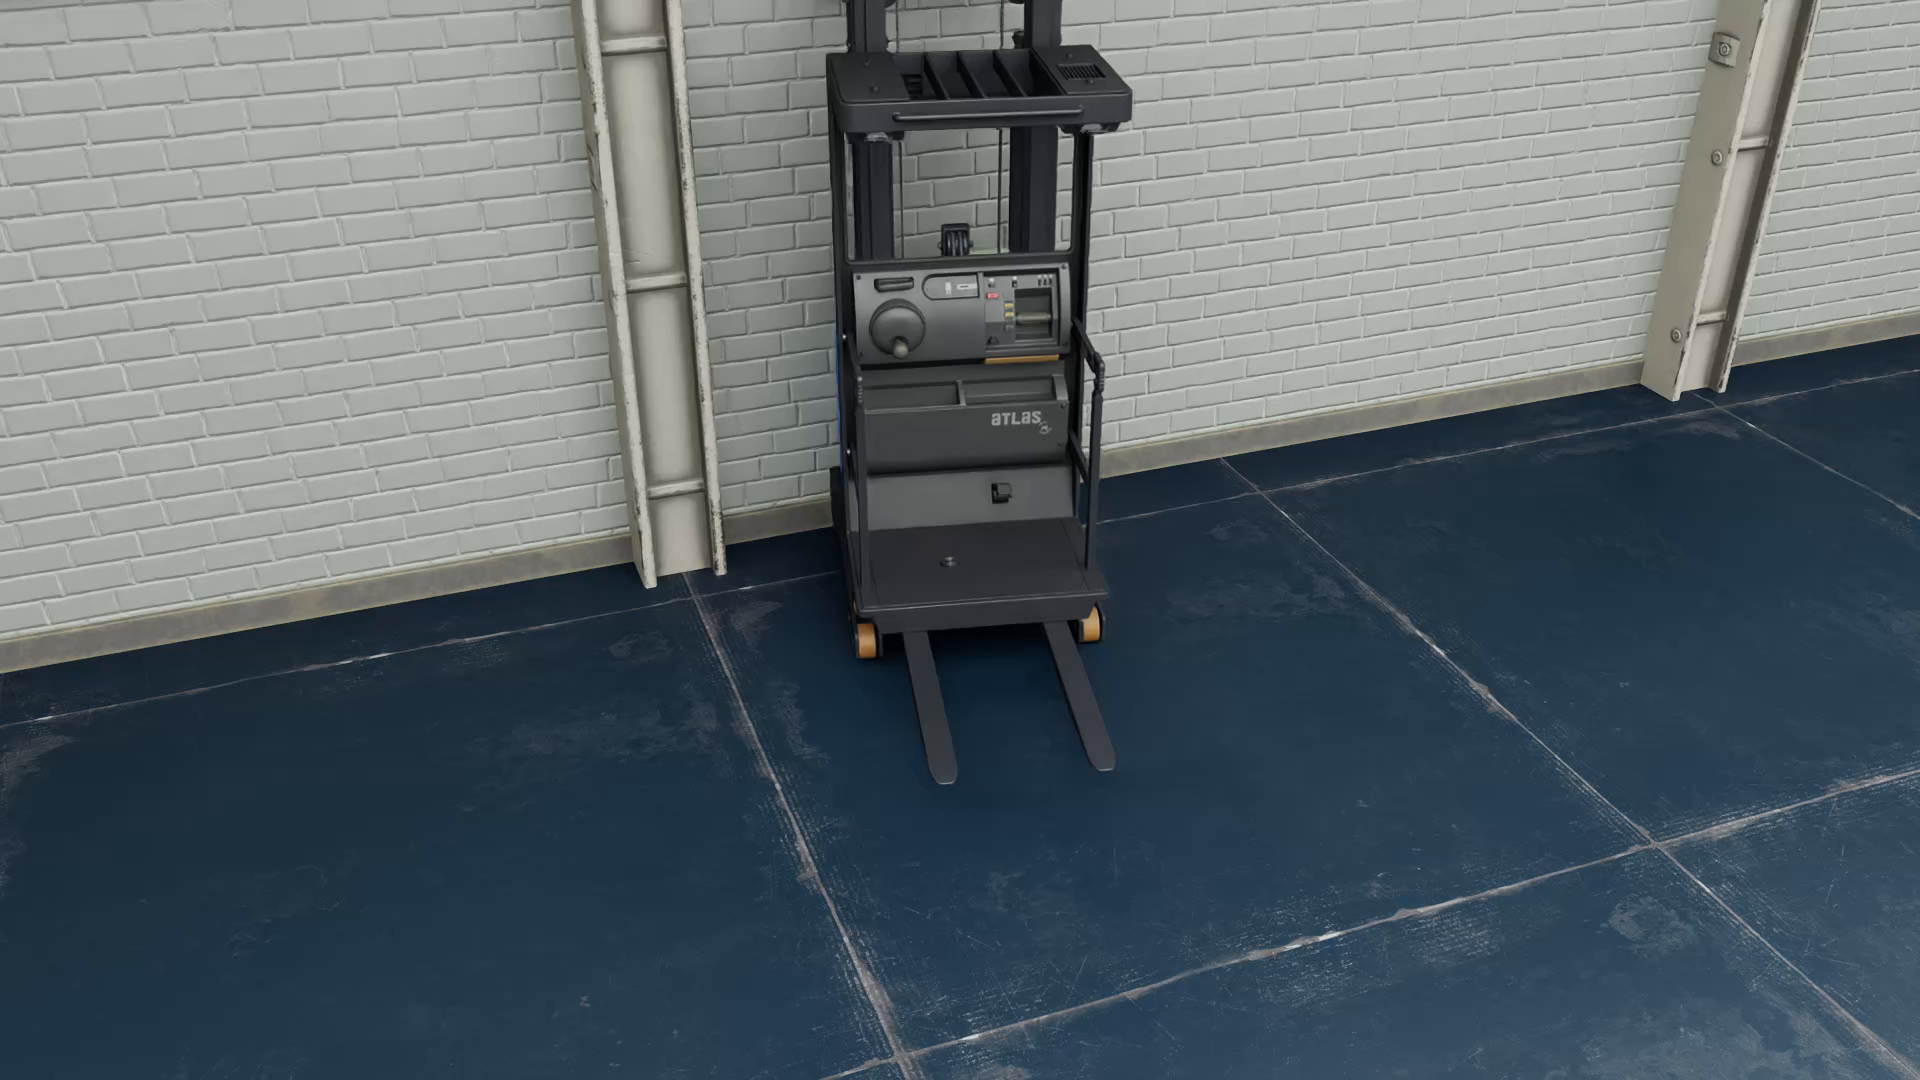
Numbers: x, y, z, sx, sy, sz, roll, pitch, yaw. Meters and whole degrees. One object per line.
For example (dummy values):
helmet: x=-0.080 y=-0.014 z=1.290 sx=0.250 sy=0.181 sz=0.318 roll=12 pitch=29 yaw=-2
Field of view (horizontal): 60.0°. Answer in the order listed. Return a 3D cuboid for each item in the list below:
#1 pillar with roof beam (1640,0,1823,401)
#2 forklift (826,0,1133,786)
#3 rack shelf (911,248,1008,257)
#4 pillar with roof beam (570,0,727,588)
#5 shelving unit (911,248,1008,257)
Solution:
pillar with roof beam: x=5.771 y=-2.825 z=4.117 sx=0.400 sy=9.000 sz=9.100 roll=-10 pitch=31 yaw=-18
forklift: x=0.043 y=-0.933 z=6.927 sx=1.130 sy=2.935 sz=3.031 roll=-4 pitch=30 yaw=-7
rack shelf: x=0.008 y=-1.133 z=7.792 sx=0.720 sy=0.370 sz=0.431 roll=-7 pitch=28 yaw=-12
pillar with roof beam: x=0.147 y=-1.789 z=2.299 sx=0.400 sy=9.000 sz=9.100 roll=-10 pitch=31 yaw=-18
shelving unit: x=0.014 y=-0.786 z=7.971 sx=0.755 sy=1.500 sz=0.431 roll=-7 pitch=28 yaw=-12
